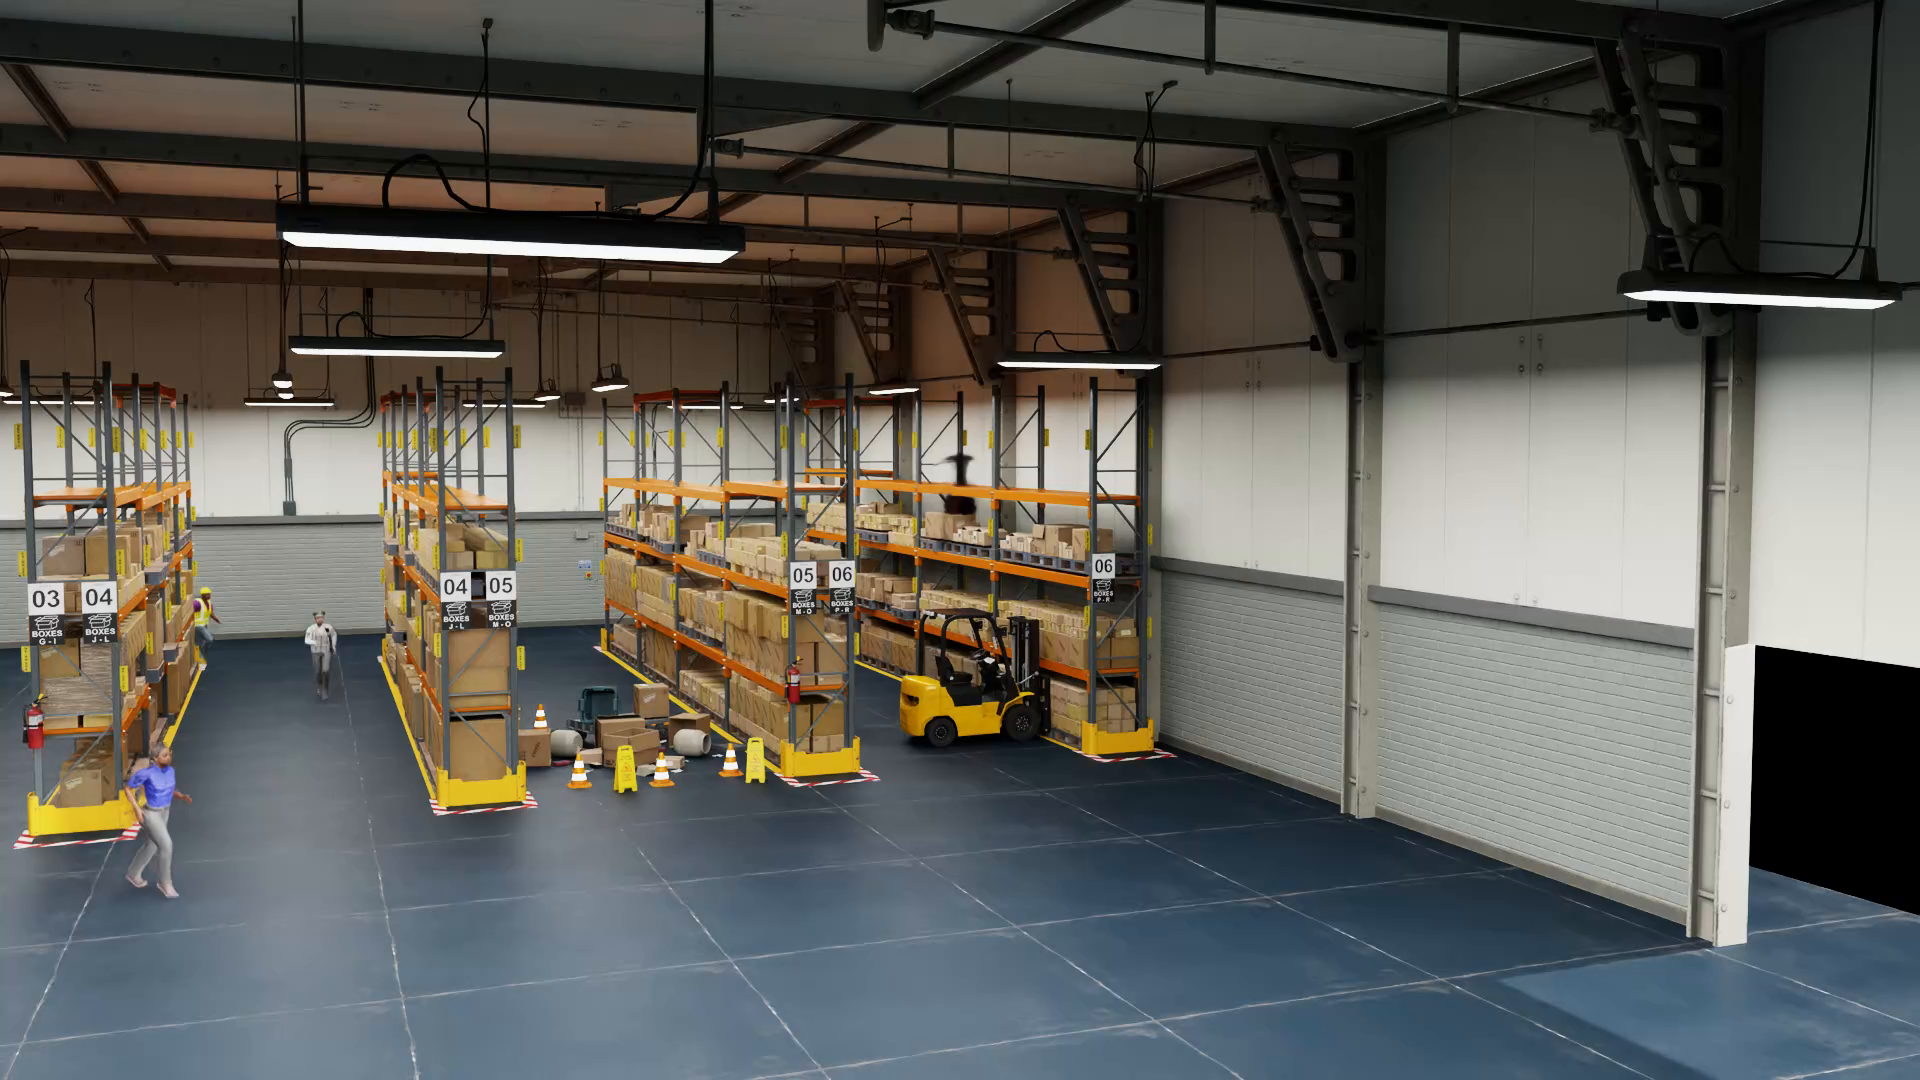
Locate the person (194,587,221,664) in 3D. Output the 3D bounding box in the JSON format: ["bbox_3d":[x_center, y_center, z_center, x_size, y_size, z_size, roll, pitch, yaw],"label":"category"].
[{"bbox_3d":[-17.026,1.931,37.221,0.886,1.748,0.687,0,3,1],"label":"person"}]

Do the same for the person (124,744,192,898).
[{"bbox_3d":[-8.874,3.095,18.322,0.861,1.709,0.506,1,3,10],"label":"person"}]

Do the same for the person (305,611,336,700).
[{"bbox_3d":[-12.387,2.227,32.226,0.552,1.733,0.808,-1,4,-17],"label":"person"}]
